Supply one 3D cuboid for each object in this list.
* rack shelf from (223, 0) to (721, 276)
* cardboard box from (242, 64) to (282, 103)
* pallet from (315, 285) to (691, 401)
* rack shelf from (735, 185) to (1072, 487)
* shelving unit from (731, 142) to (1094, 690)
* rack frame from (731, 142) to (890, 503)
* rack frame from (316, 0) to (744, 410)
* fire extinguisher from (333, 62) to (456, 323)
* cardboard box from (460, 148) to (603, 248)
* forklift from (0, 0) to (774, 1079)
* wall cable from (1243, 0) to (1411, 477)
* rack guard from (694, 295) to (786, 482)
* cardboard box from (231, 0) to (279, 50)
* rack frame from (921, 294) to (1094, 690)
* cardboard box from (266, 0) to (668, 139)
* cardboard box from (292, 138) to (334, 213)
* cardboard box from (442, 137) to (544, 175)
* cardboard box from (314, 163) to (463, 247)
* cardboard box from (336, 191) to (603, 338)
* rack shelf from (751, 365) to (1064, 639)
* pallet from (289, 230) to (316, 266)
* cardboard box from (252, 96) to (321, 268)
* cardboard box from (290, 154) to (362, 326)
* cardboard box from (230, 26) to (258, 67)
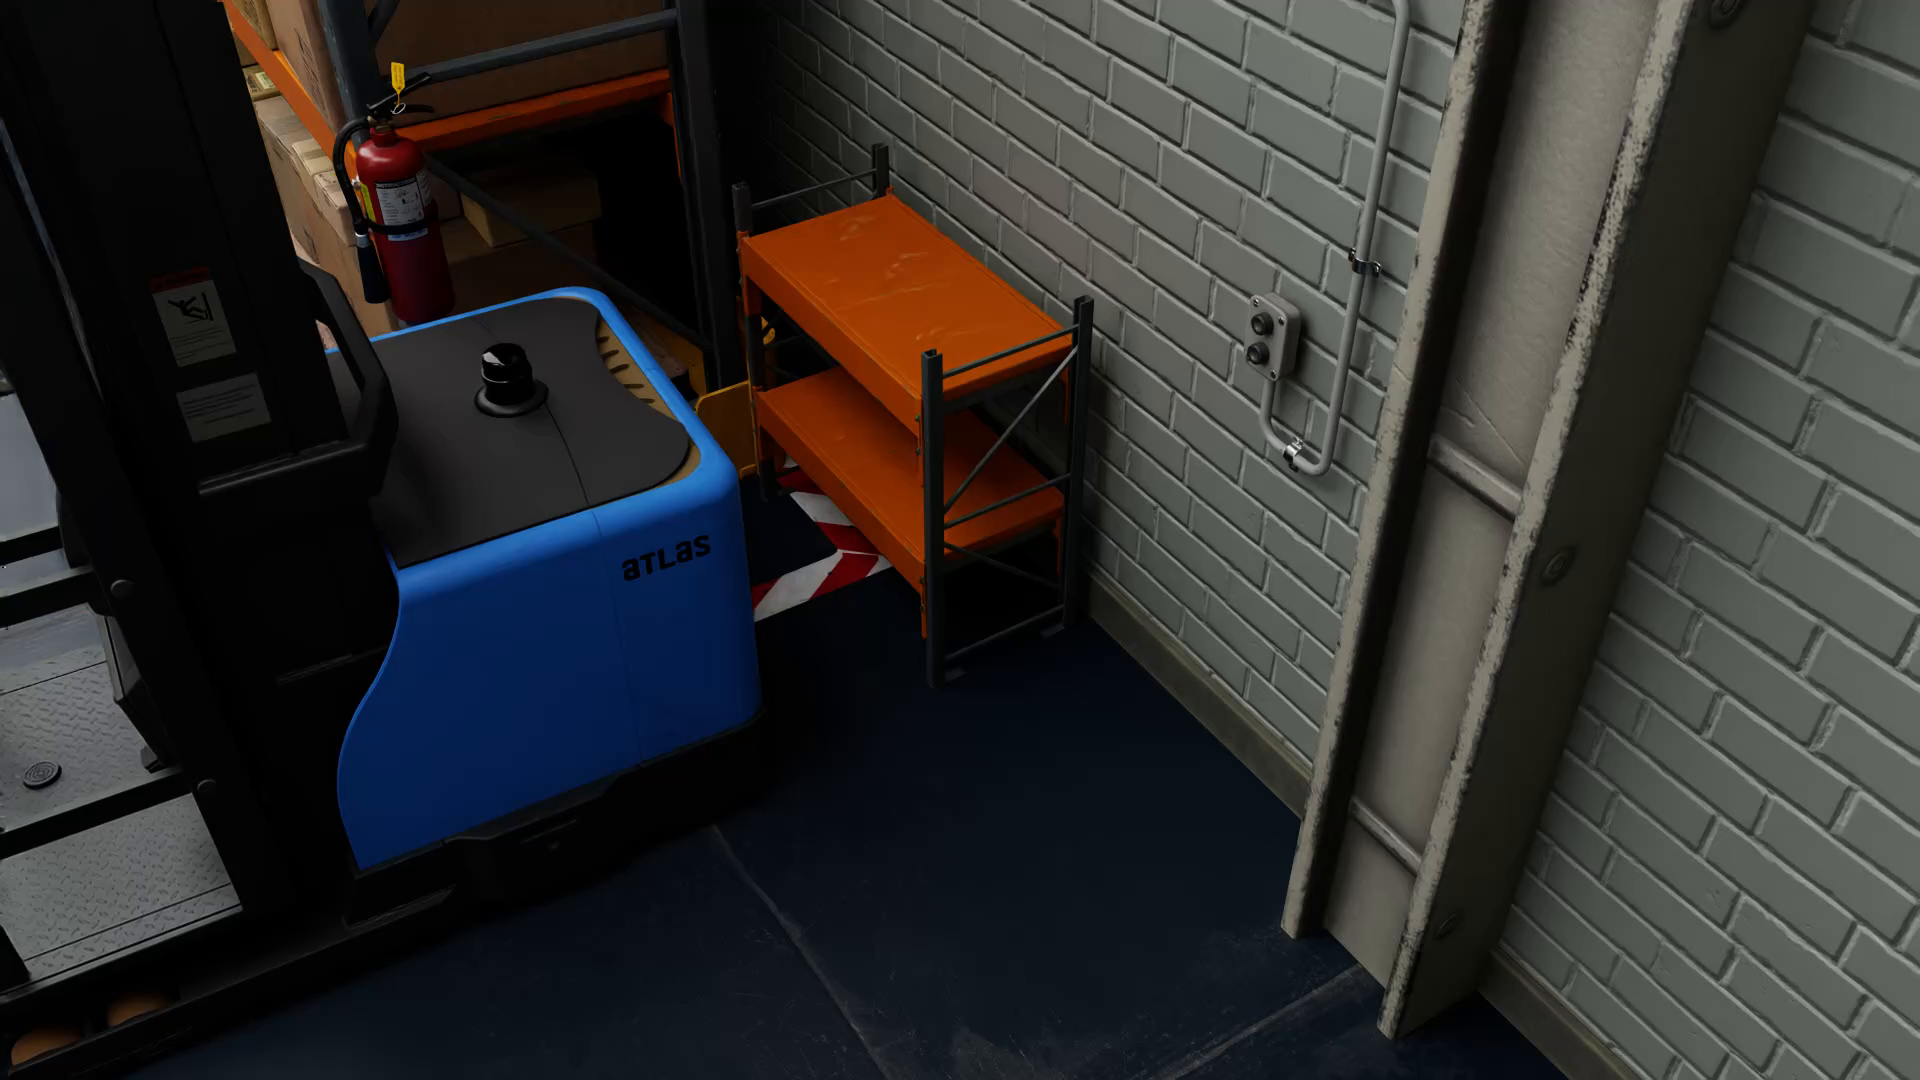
[{"bbox_3d":[-2.232,-2.111,6.003,1.077,0.370,4.000,-22,45,-24],"label":"rack shelf"},{"bbox_3d":[-2.450,-1.679,6.547,0.700,0.500,0.500,-21,44,-23],"label":"cardboard box"},{"bbox_3d":[-1.652,-0.642,5.855,1.003,0.211,1.213,-22,45,-24],"label":"pallet"},{"bbox_3d":[-0.152,-0.599,4.633,0.538,0.278,1.000,-22,45,-25],"label":"rack shelf"},{"bbox_3d":[-0.152,-0.374,4.821,0.538,1.125,1.048,-22,45,-25],"label":"shelving unit"},{"bbox_3d":[-0.428,-0.648,5.149,0.500,1.125,0.032,-22,45,-25],"label":"rack frame"},{"bbox_3d":[-1.156,-1.308,4.477,1.000,3.000,0.127,-22,45,-24],"label":"rack frame"},{"bbox_3d":[-1.464,-0.895,4.333,0.296,0.674,0.183,-22,45,-24],"label":"fire extinguisher"},{"bbox_3d":[-1.381,-1.103,5.349,0.380,0.149,0.250,-22,45,-24],"label":"cardboard box"},{"bbox_3d":[-2.033,-0.266,3.279,3.031,2.935,1.130,-20,44,-22],"label":"forklift"},{"bbox_3d":[0.330,-1.333,3.713,0.084,1.984,1.851,-22,45,-24],"label":"wall cable"},{"bbox_3d":[-1.144,-0.335,5.262,1.175,0.500,0.348,-22,45,-24],"label":"rack guard"},{"bbox_3d":[-1.840,-2.084,5.174,0.980,0.700,0.700,-23,45,-25],"label":"cardboard box"},{"bbox_3d":[0.123,-0.101,4.492,0.500,1.125,0.032,-22,45,-25],"label":"rack frame"},{"bbox_3d":[-1.439,-1.695,4.707,0.980,0.700,0.700,-20,44,-23],"label":"cardboard box"},{"bbox_3d":[-1.978,-1.246,5.520,0.380,0.149,0.250,-21,44,-23],"label":"cardboard box"},{"bbox_3d":[-1.654,-1.377,5.677,0.380,0.149,0.250,-22,45,-24],"label":"cardboard box"},{"bbox_3d":[-1.840,-1.109,5.355,0.380,0.149,0.250,-23,45,-25],"label":"cardboard box"},{"bbox_3d":[-1.617,-0.853,5.555,0.700,0.500,0.500,-22,45,-24],"label":"cardboard box"},{"bbox_3d":[-0.152,-0.187,4.977,0.538,0.278,1.000,-22,45,-25],"label":"rack shelf"},{"bbox_3d":[-2.304,-1.300,6.645,1.003,0.211,1.213,-22,45,-24],"label":"pallet"},{"bbox_3d":[-2.157,-1.394,6.204,0.700,0.500,0.500,-24,45,-26],"label":"cardboard box"},{"bbox_3d":[-1.886,-1.123,5.879,0.700,0.500,0.500,-22,45,-25],"label":"cardboard box"},{"bbox_3d":[-2.680,-1.949,6.364,0.380,0.149,0.250,-23,45,-26],"label":"cardboard box"}]
